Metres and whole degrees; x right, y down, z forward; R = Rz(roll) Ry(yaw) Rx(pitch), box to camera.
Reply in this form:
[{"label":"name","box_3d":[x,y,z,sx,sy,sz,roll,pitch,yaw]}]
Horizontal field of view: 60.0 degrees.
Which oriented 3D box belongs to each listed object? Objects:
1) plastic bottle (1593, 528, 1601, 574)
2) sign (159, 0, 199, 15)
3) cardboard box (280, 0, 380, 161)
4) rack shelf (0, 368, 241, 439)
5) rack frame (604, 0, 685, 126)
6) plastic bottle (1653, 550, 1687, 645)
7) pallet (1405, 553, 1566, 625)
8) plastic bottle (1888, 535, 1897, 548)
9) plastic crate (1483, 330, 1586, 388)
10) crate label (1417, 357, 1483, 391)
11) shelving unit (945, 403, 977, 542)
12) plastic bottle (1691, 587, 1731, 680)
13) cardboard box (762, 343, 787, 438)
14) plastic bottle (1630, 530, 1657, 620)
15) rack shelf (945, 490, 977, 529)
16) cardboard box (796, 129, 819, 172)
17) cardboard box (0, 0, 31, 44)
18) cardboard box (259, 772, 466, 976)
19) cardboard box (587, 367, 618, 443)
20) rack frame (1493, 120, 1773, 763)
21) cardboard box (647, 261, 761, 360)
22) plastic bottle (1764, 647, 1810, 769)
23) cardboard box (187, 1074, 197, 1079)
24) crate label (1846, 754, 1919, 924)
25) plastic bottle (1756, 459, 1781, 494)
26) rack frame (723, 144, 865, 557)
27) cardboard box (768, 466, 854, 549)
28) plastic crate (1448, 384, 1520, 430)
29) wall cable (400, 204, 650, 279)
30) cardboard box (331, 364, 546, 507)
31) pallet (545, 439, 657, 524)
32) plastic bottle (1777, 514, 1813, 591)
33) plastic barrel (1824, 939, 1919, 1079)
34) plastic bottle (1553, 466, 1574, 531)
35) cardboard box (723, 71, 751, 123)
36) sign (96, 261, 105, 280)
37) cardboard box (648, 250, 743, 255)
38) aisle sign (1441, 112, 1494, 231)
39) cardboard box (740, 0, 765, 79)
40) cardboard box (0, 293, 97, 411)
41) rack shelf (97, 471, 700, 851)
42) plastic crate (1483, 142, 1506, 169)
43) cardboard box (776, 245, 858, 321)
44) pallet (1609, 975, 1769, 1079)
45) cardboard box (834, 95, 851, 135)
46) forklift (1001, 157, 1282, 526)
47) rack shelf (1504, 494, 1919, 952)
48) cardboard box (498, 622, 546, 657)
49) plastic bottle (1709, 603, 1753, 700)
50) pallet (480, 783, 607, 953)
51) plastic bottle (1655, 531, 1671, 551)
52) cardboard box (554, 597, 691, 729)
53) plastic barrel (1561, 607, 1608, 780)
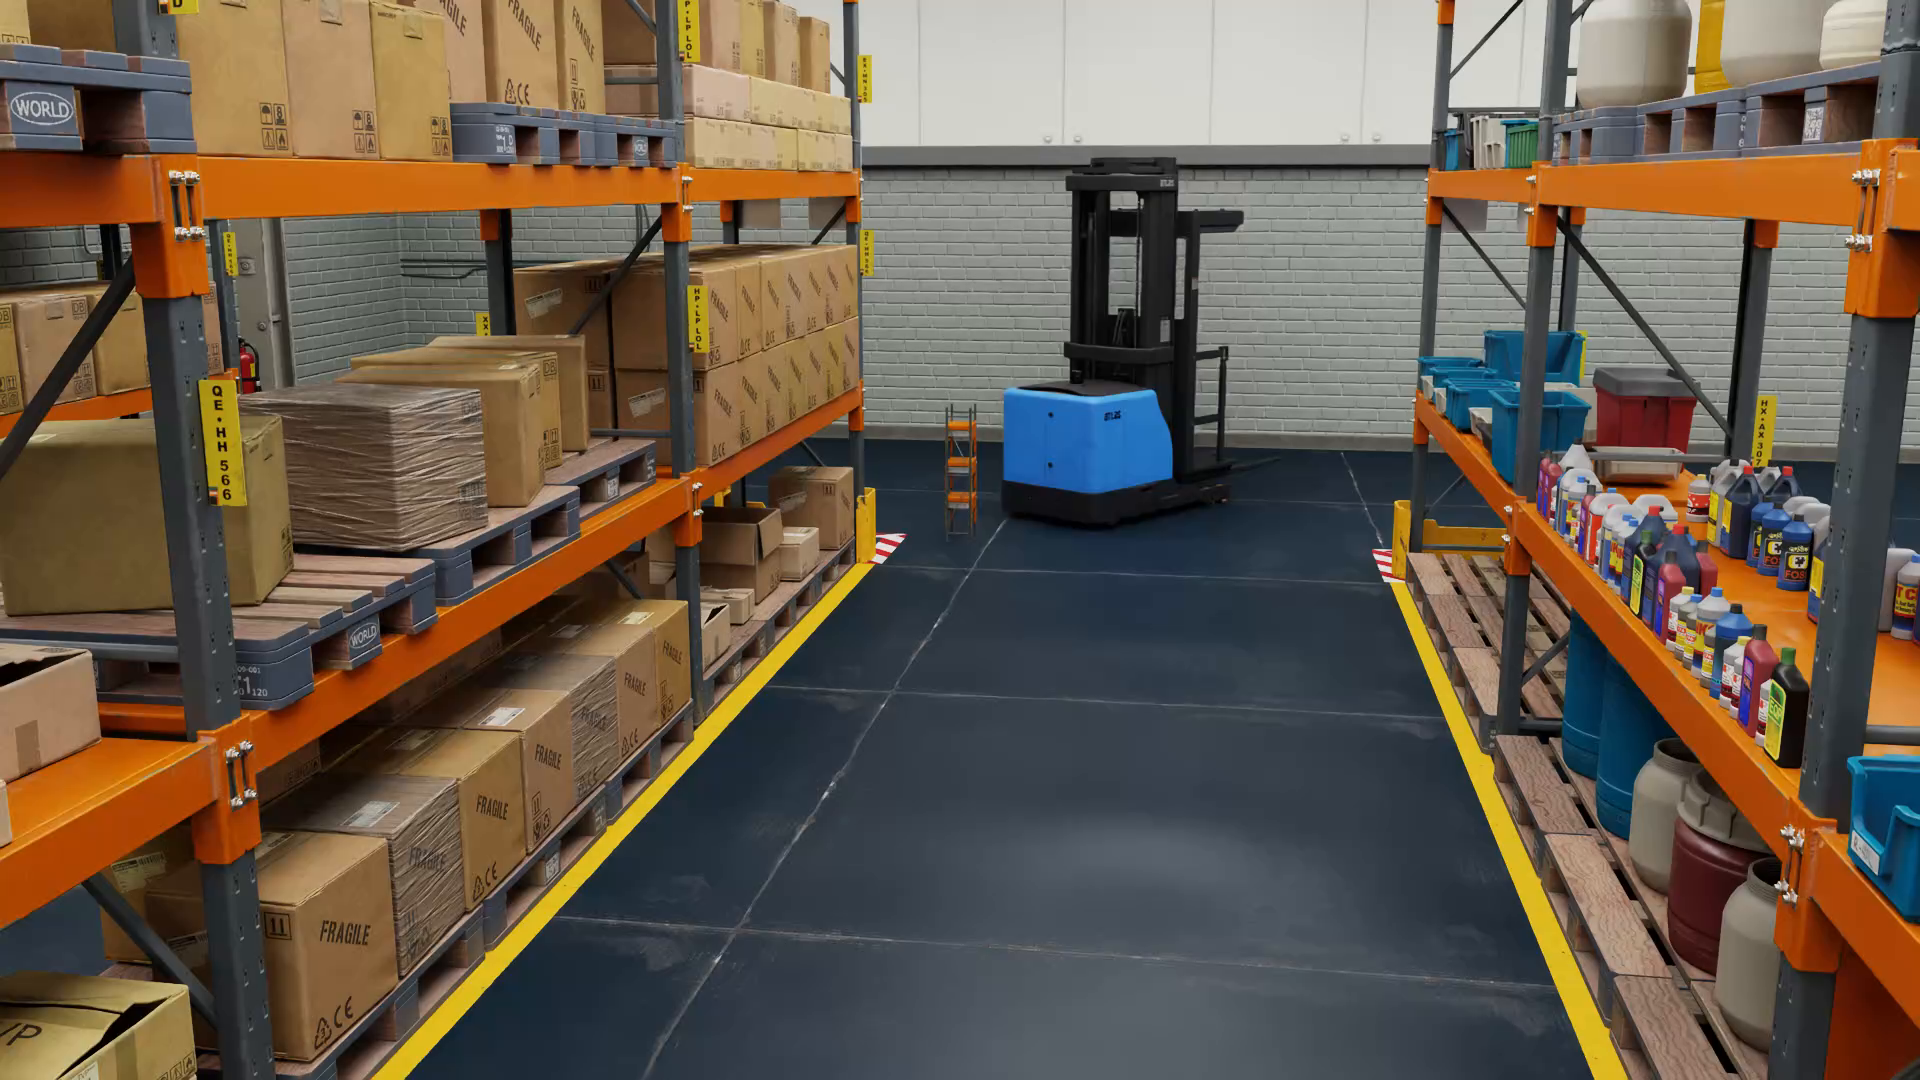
[{"label":"plastic bottle","box_3d":[2.429,0.026,6.223,0.097,0.201,0.097,0,12,0]},{"label":"sign","box_3d":[-1.898,-1.438,4.008,0.100,0.325,0.005,2,12,9]},{"label":"cardboard box","box_3d":[-2.333,-1.413,5.071,0.910,0.500,0.500,2,12,9]},{"label":"rack shelf","box_3d":[-6.417,-0.756,11.091,1.077,0.370,4.000,2,12,9]},{"label":"rack frame","box_3d":[-1.830,-3.465,7.710,1.000,3.000,0.127,2,12,9]},{"label":"plastic bottle","box_3d":[2.266,0.183,5.301,0.061,0.283,0.133,2,12,9]},{"label":"pallet","box_3d":[3.514,0.330,10.961,1.003,0.211,1.213,2,12,9]},{"label":"plastic bottle","box_3d":[3.077,0.085,5.598,0.144,0.351,0.185,2,12,9]},{"label":"plastic crate","box_3d":[3.812,-1.174,11.096,0.616,0.435,0.499,2,12,9]},{"label":"crate label","box_3d":[3.316,-1.110,11.280,0.416,0.233,0.303,2,12,9]},{"label":"shelving unit","box_3d":[0.008,-0.524,12.934,0.215,1.050,0.252,2,12,9]},{"label":"plastic bottle","box_3d":[2.221,0.274,4.906,0.097,0.271,0.097,0,12,0]},{"label":"cardboard box","box_3d":[-1.327,-0.889,9.761,0.500,0.500,0.500,2,12,8]},{"label":"plastic bottle","box_3d":[2.314,0.117,5.609,0.061,0.283,0.133,2,12,9]},{"label":"rack shelf","box_3d":[0.008,-0.242,12.995,0.215,0.259,0.240,2,12,9]},{"label":"cardboard box","box_3d":[-1.185,-2.434,10.404,0.500,0.250,0.500,2,12,9]},{"label":"cardboard box","box_3d":[-2.459,-1.201,3.687,0.500,0.250,0.500,1,12,4]},{"label":"cardboard box","box_3d":[-2.017,1.113,5.599,0.500,0.500,0.500,1,12,7]},{"label":"cardboard box","box_3d":[-2.006,-0.693,8.853,0.500,0.500,0.500,2,12,10]},{"label":"rack frame","box_3d":[3.064,-0.371,7.594,1.000,3.000,0.127,2,12,9]},{"label":"cardboard box","box_3d":[-1.400,-1.266,9.138,0.500,0.500,0.500,1,12,7]},{"label":"plastic bottle","box_3d":[2.090,0.421,4.197,0.061,0.283,0.133,2,12,9]},{"label":"cardboard box","box_3d":[-2.285,1.557,4.179,0.500,0.250,0.500,2,12,10]},{"label":"crate label","box_3d":[2.014,0.619,3.397,0.303,0.233,0.416,2,12,9]},{"label":"plastic bottle","box_3d":[3.246,-0.145,6.662,0.144,0.351,0.185,2,12,9]},{"label":"rack frame","box_3d":[-1.214,-1.365,12.206,1.000,3.000,0.127,2,12,9]},{"label":"cardboard box","box_3d":[-1.055,-0.237,11.861,0.500,0.500,0.500,2,12,9]},{"label":"plastic crate","box_3d":[3.067,-0.774,9.718,0.416,0.233,0.300,2,12,9]},{"label":"wall cable","box_3d":[-4.887,-4.105,18.052,3.097,2.526,0.112,2,12,9]},{"label":"cardboard box","box_3d":[-2.040,-0.416,6.572,0.700,0.500,0.500,-1,12,-6]},{"label":"pallet","box_3d":[-2.060,-0.275,7.607,1.003,0.211,1.213,2,12,9]},{"label":"plastic bottle","box_3d":[3.007,0.042,5.985,0.097,0.271,0.097,0,12,0]},{"label":"plastic barrel","box_3d":[2.507,1.215,4.390,0.600,0.830,0.708,2,12,9]},{"label":"plastic bottle","box_3d":[2.551,-0.173,6.980,0.097,0.271,0.097,0,12,0]},{"label":"cardboard box","box_3d":[-1.434,-2.367,8.905,0.500,0.250,0.500,2,12,9]},{"label":"sign","box_3d":[-6.657,-2.006,12.937,0.100,0.325,0.005,2,12,9]},{"label":"cardboard box","box_3d":[-1.698,-1.606,10.713,0.500,0.500,0.500,2,12,9]},{"label":"aisle sign","box_3d":[3.397,-2.499,11.298,0.394,0.787,0.004,2,12,9]},{"label":"cardboard box","box_3d":[-1.505,-2.842,9.331,0.700,0.500,0.500,2,12,9]},{"label":"cardboard box","box_3d":[-6.406,-1.254,10.982,0.980,0.700,0.700,1,12,6]},{"label":"rack shelf","box_3d":[-2.137,0.236,6.486,1.077,0.370,4.000,2,12,9]},{"label":"plastic crate","box_3d":[2.884,-1.985,8.591,0.293,0.136,0.466,2,12,9]},{"label":"cardboard box","box_3d":[-1.011,-1.801,11.619,0.500,0.500,0.500,2,12,8]},{"label":"pallet","box_3d":[2.529,1.660,4.792,1.003,0.211,1.213,2,12,9]},{"label":"cardboard box","box_3d":[-1.042,-2.887,11.319,0.500,0.250,0.500,2,12,9]},{"label":"forklift","box_3d":[1.717,-1.793,14.355,1.130,2.935,3.031,11,16,42]},{"label":"rack shelf","box_3d":[2.757,0.397,5.738,1.077,0.370,4.000,2,12,9]},{"label":"cardboard box","box_3d":[-2.216,0.679,7.612,0.500,0.500,0.500,2,12,9]},{"label":"plastic bottle","box_3d":[2.191,0.315,4.718,0.097,0.271,0.097,0,12,0]},{"label":"pallet","box_3d":[-2.103,1.256,6.663,1.003,0.211,1.213,2,12,9]},{"label":"plastic bottle","box_3d":[2.375,0.119,5.600,0.061,0.283,0.133,2,12,9]},{"label":"cardboard box","box_3d":[-1.622,0.587,8.040,0.500,0.500,0.500,2,12,8]},{"label":"plastic barrel","box_3d":[2.964,0.562,7.248,0.600,0.901,0.708,2,12,9]}]
